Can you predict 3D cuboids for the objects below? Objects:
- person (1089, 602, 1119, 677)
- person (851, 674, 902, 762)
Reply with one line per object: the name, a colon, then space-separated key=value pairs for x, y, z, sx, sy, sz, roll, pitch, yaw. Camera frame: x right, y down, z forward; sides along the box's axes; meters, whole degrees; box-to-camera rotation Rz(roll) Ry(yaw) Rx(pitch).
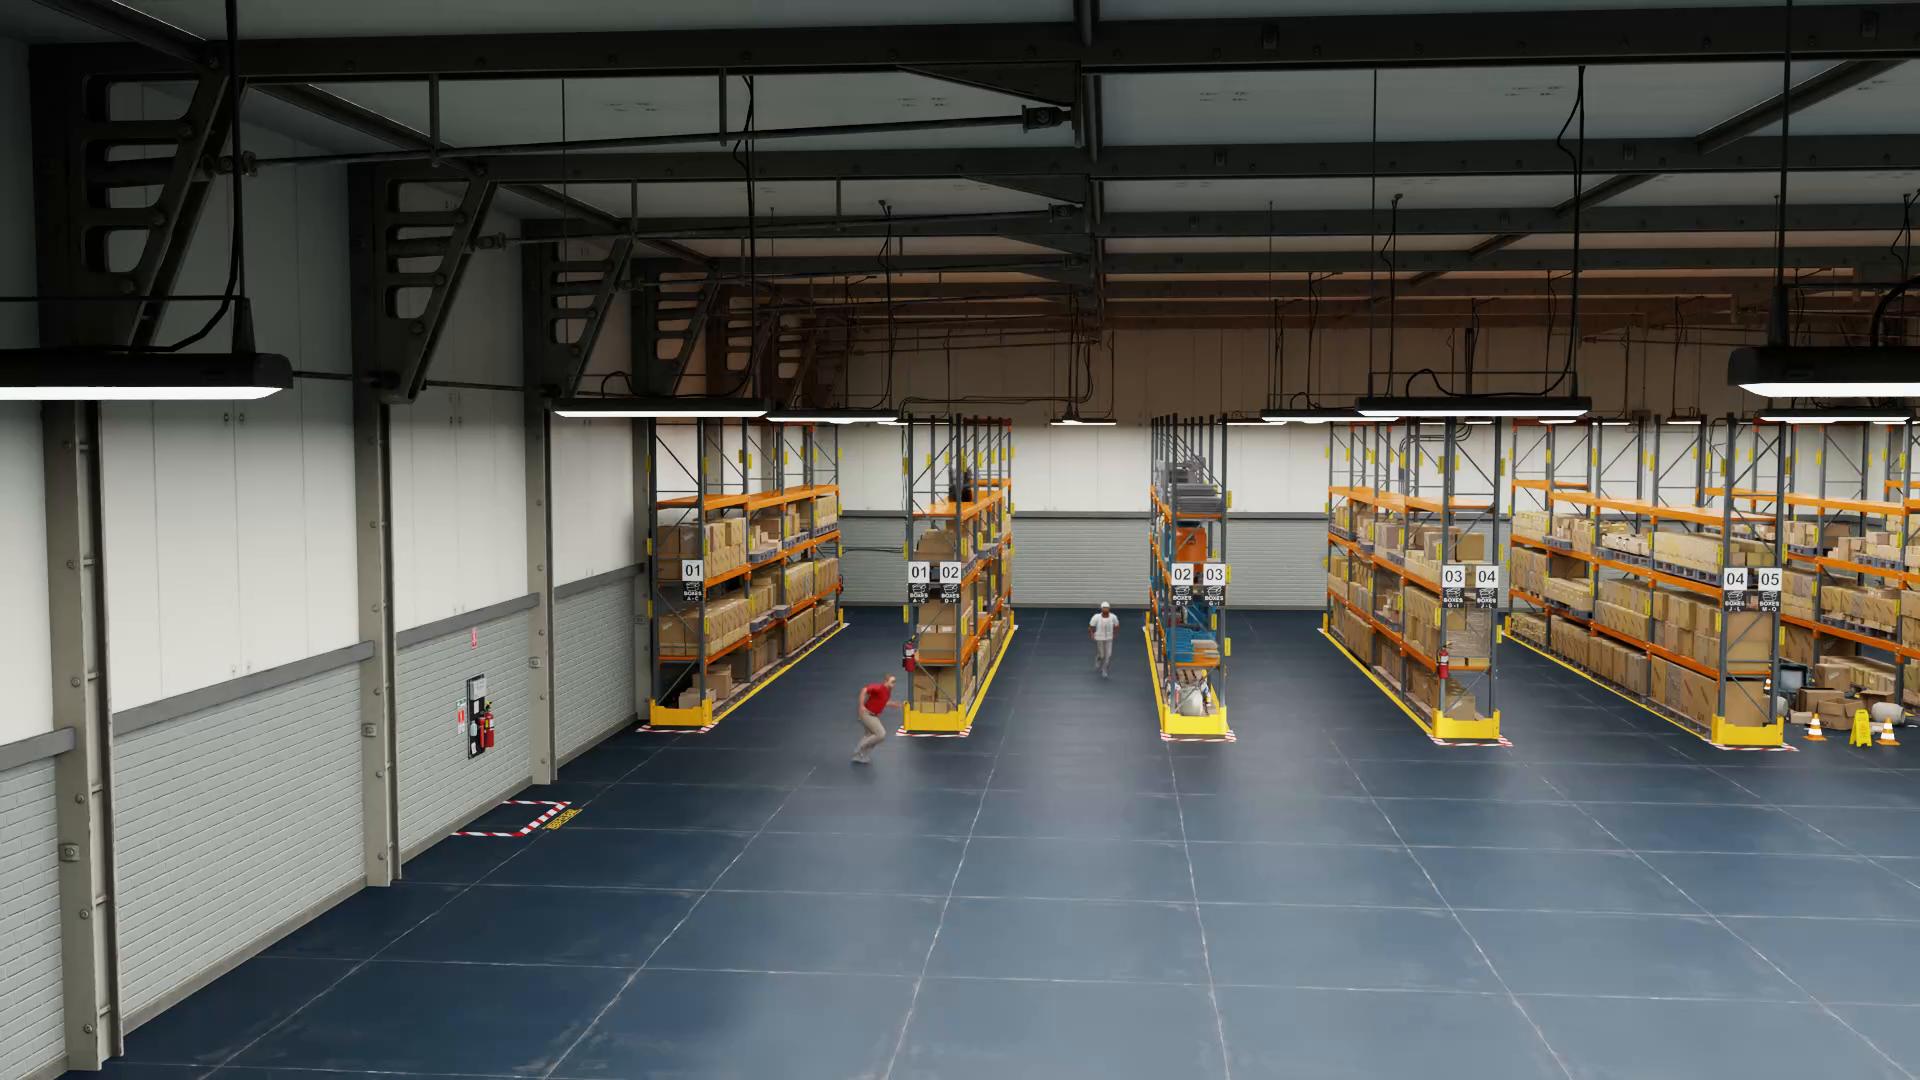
person: x=3.348 y=2.288 z=38.527 sx=0.715 sy=1.718 sz=0.643 roll=-1 pitch=4 yaw=-8
person: x=-1.450 y=3.037 z=28.288 sx=0.932 sy=1.551 sz=0.698 roll=1 pitch=4 yaw=20
